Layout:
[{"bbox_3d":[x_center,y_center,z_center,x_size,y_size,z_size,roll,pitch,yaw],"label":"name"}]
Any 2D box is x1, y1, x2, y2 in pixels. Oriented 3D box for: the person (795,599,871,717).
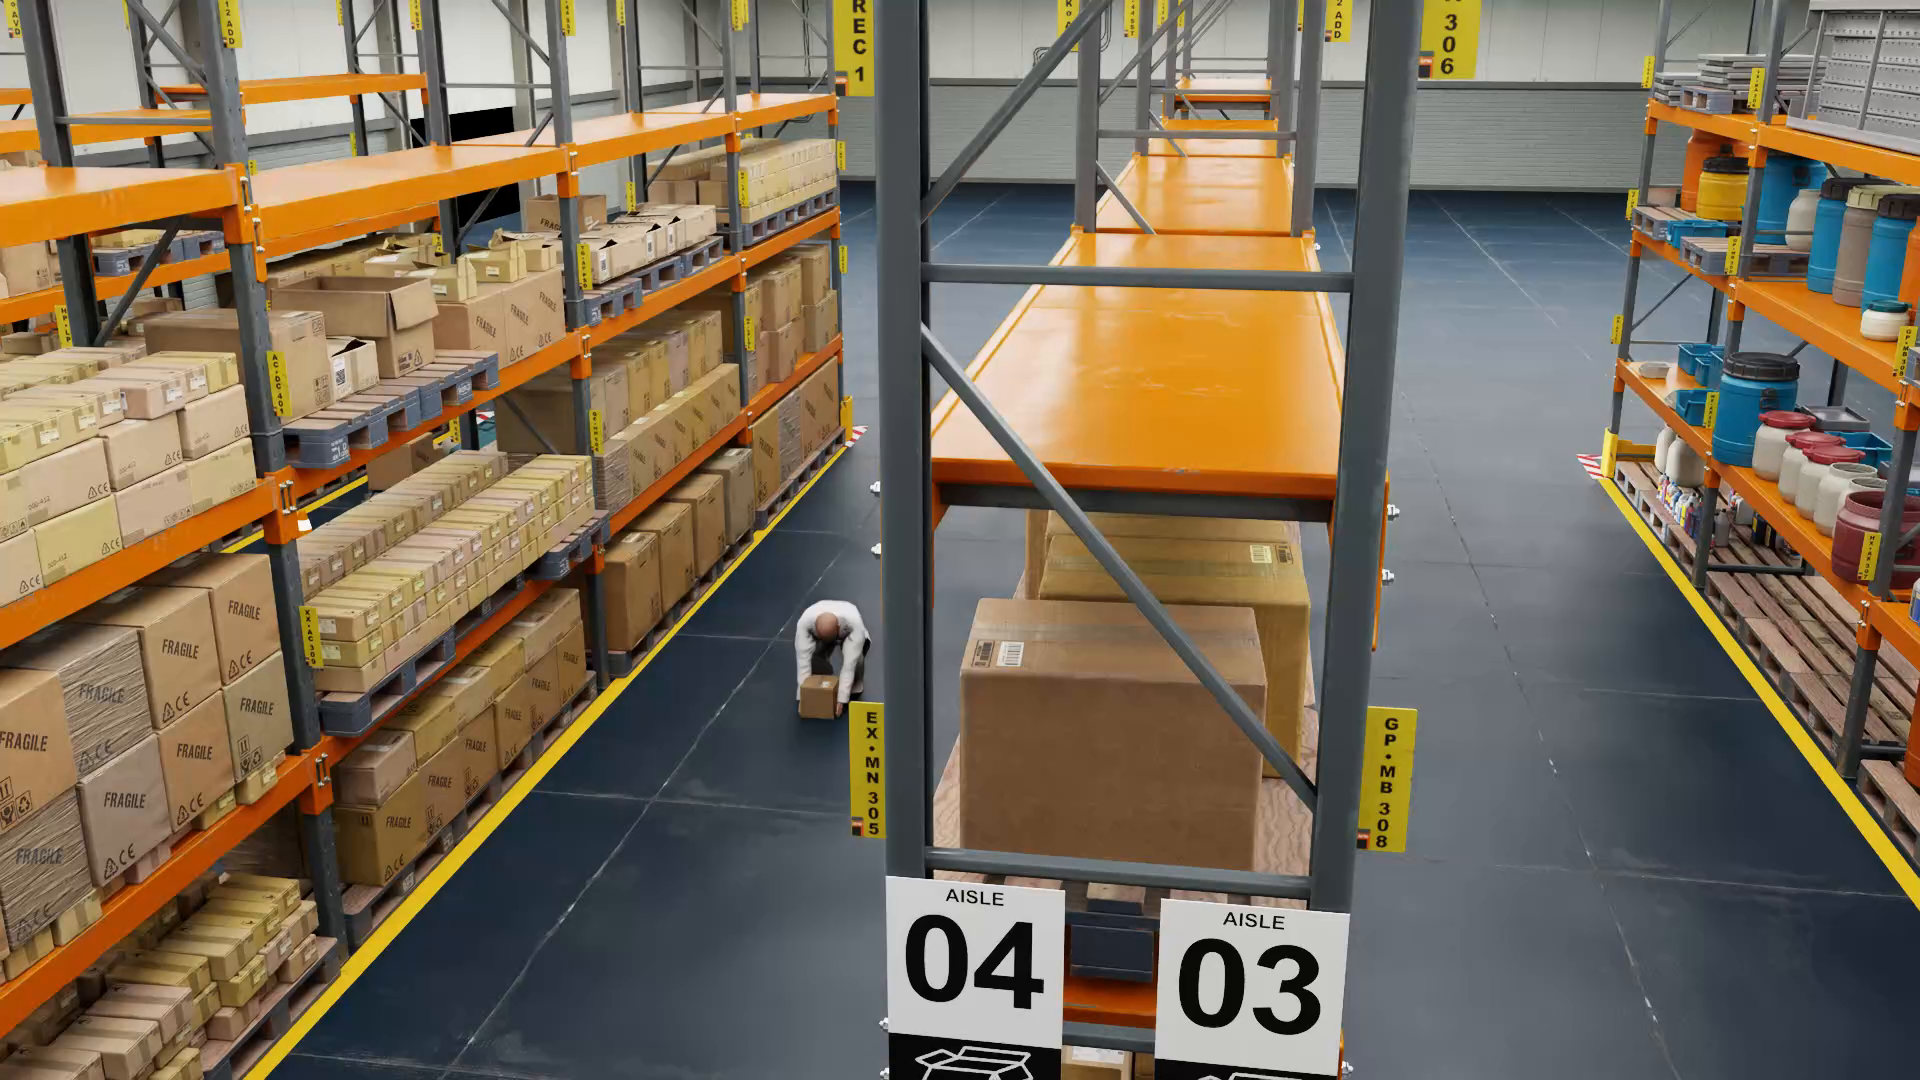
[{"bbox_3d":[-0.975,0.846,12.675,0.579,0.885,0.917,3,18,8],"label":"person"}]
